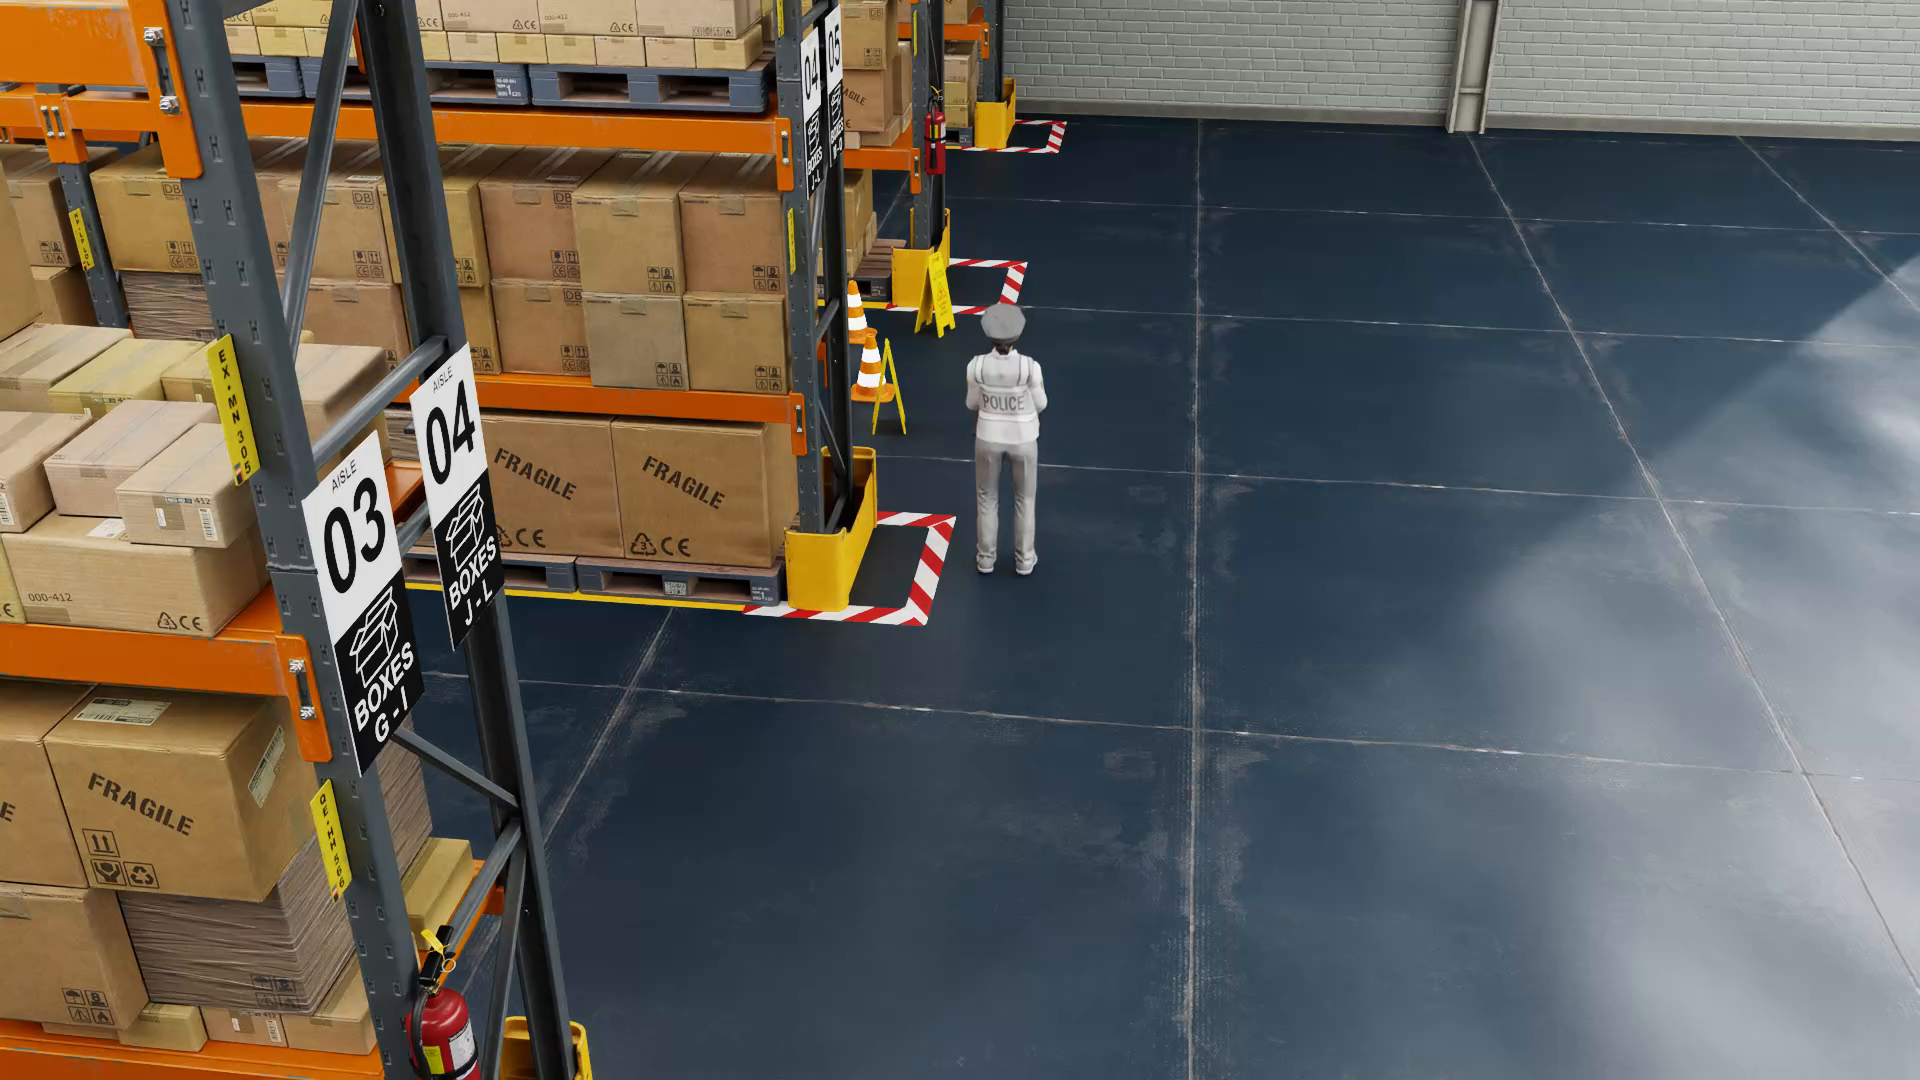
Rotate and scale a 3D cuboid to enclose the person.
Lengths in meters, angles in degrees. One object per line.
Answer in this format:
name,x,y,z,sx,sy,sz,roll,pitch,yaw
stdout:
person,0.269,-0.609,9.708,0.466,1.693,0.554,3,29,6
